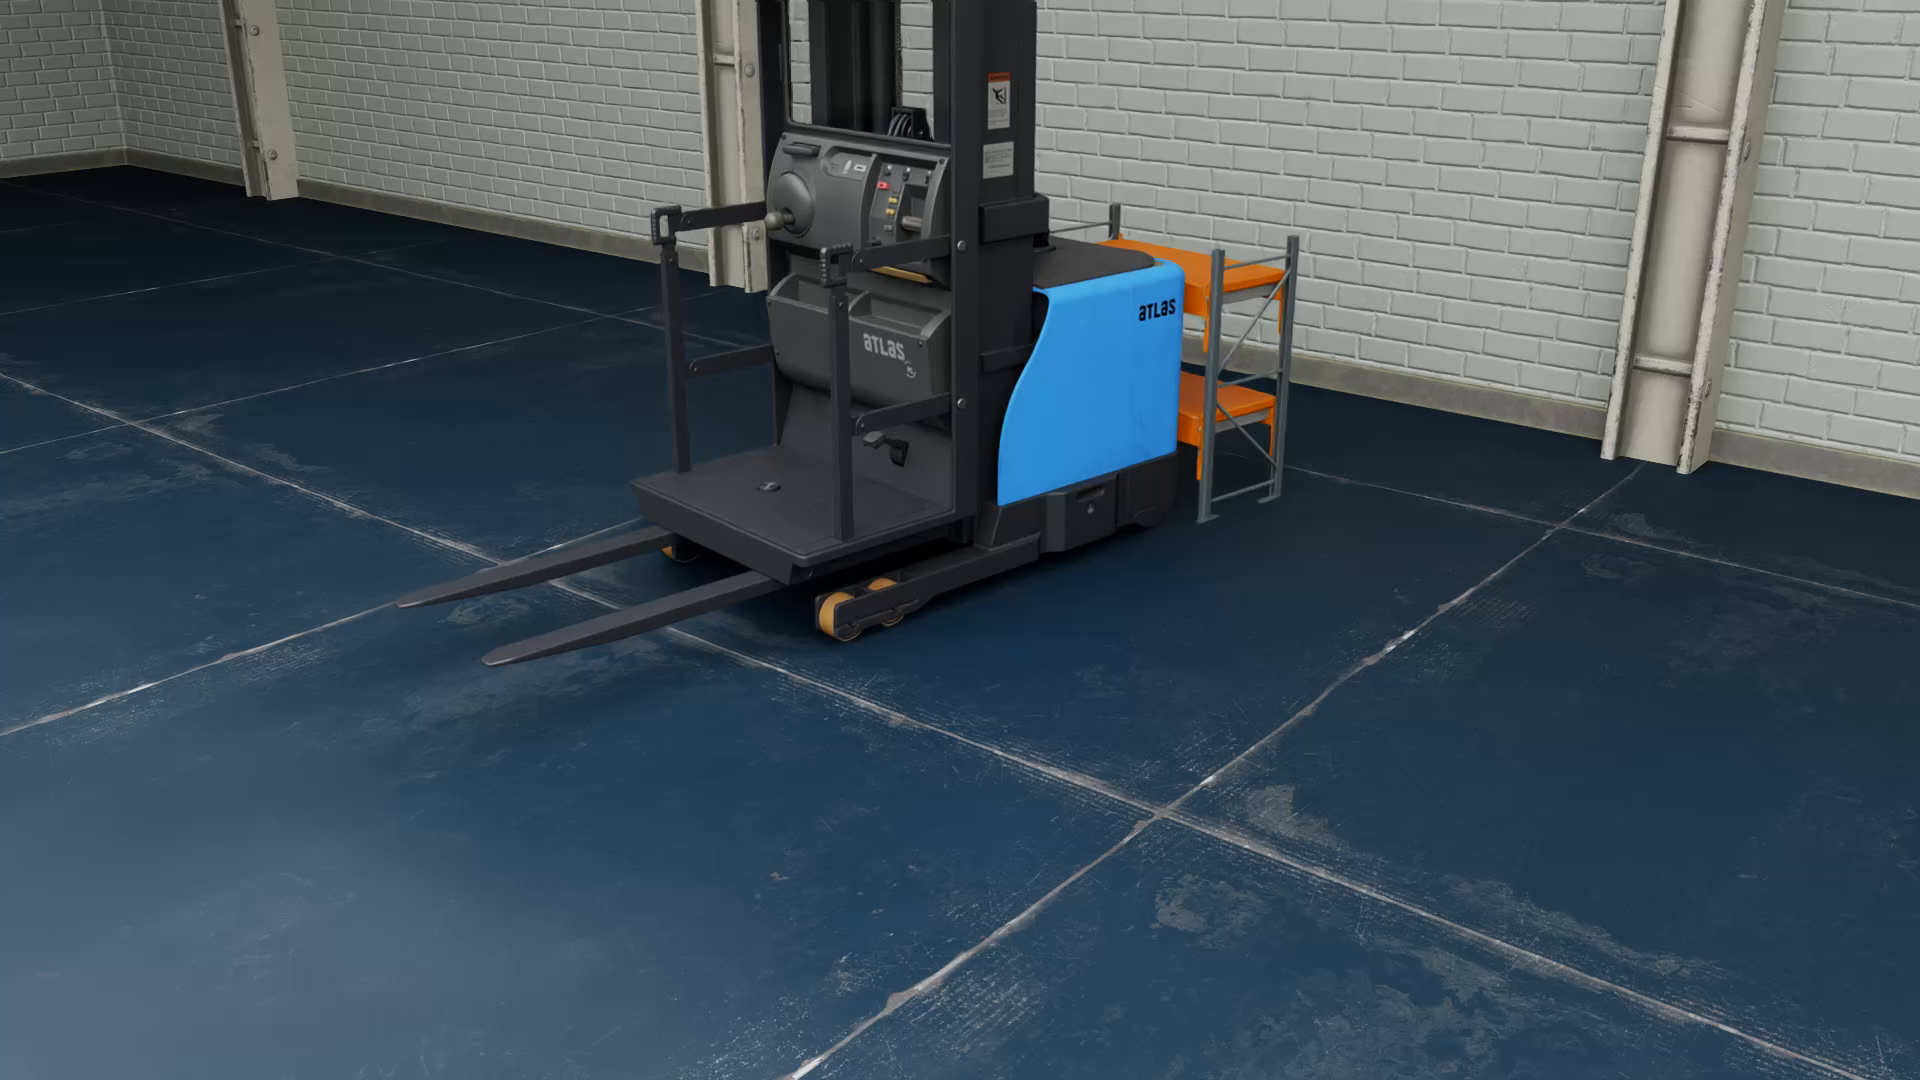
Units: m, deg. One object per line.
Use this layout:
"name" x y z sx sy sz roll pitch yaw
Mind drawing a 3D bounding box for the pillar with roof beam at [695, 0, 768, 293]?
"pillar with roof beam" -4.164 -4.751 6.514 0.400 9.000 9.100 16 26 36

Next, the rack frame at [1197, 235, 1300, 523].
"rack frame" 1.182 -0.658 6.819 0.500 1.125 0.032 -17 26 -37

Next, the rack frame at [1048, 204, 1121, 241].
"rack frame" 0.524 -0.931 7.544 0.500 1.125 0.032 -17 26 -37

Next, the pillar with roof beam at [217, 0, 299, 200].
"pillar with roof beam" -8.813 -6.090 10.064 0.400 9.000 9.100 16 26 36

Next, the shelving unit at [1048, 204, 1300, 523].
"shelving unit" 0.853 -0.795 7.181 0.538 1.125 1.048 -17 26 -37

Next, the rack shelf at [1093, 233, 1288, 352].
"rack shelf" 0.853 -1.068 7.078 0.538 0.278 1.000 -17 26 -37

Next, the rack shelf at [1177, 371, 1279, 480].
"rack shelf" 0.853 -0.566 7.267 0.538 0.278 1.000 -17 26 -37

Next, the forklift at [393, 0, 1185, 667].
"forklift" -0.531 -1.229 5.774 3.031 2.935 1.130 -18 27 -39

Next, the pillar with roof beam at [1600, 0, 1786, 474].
"pillar with roof beam" 0.484 -3.413 2.964 0.400 9.000 9.100 16 26 36
